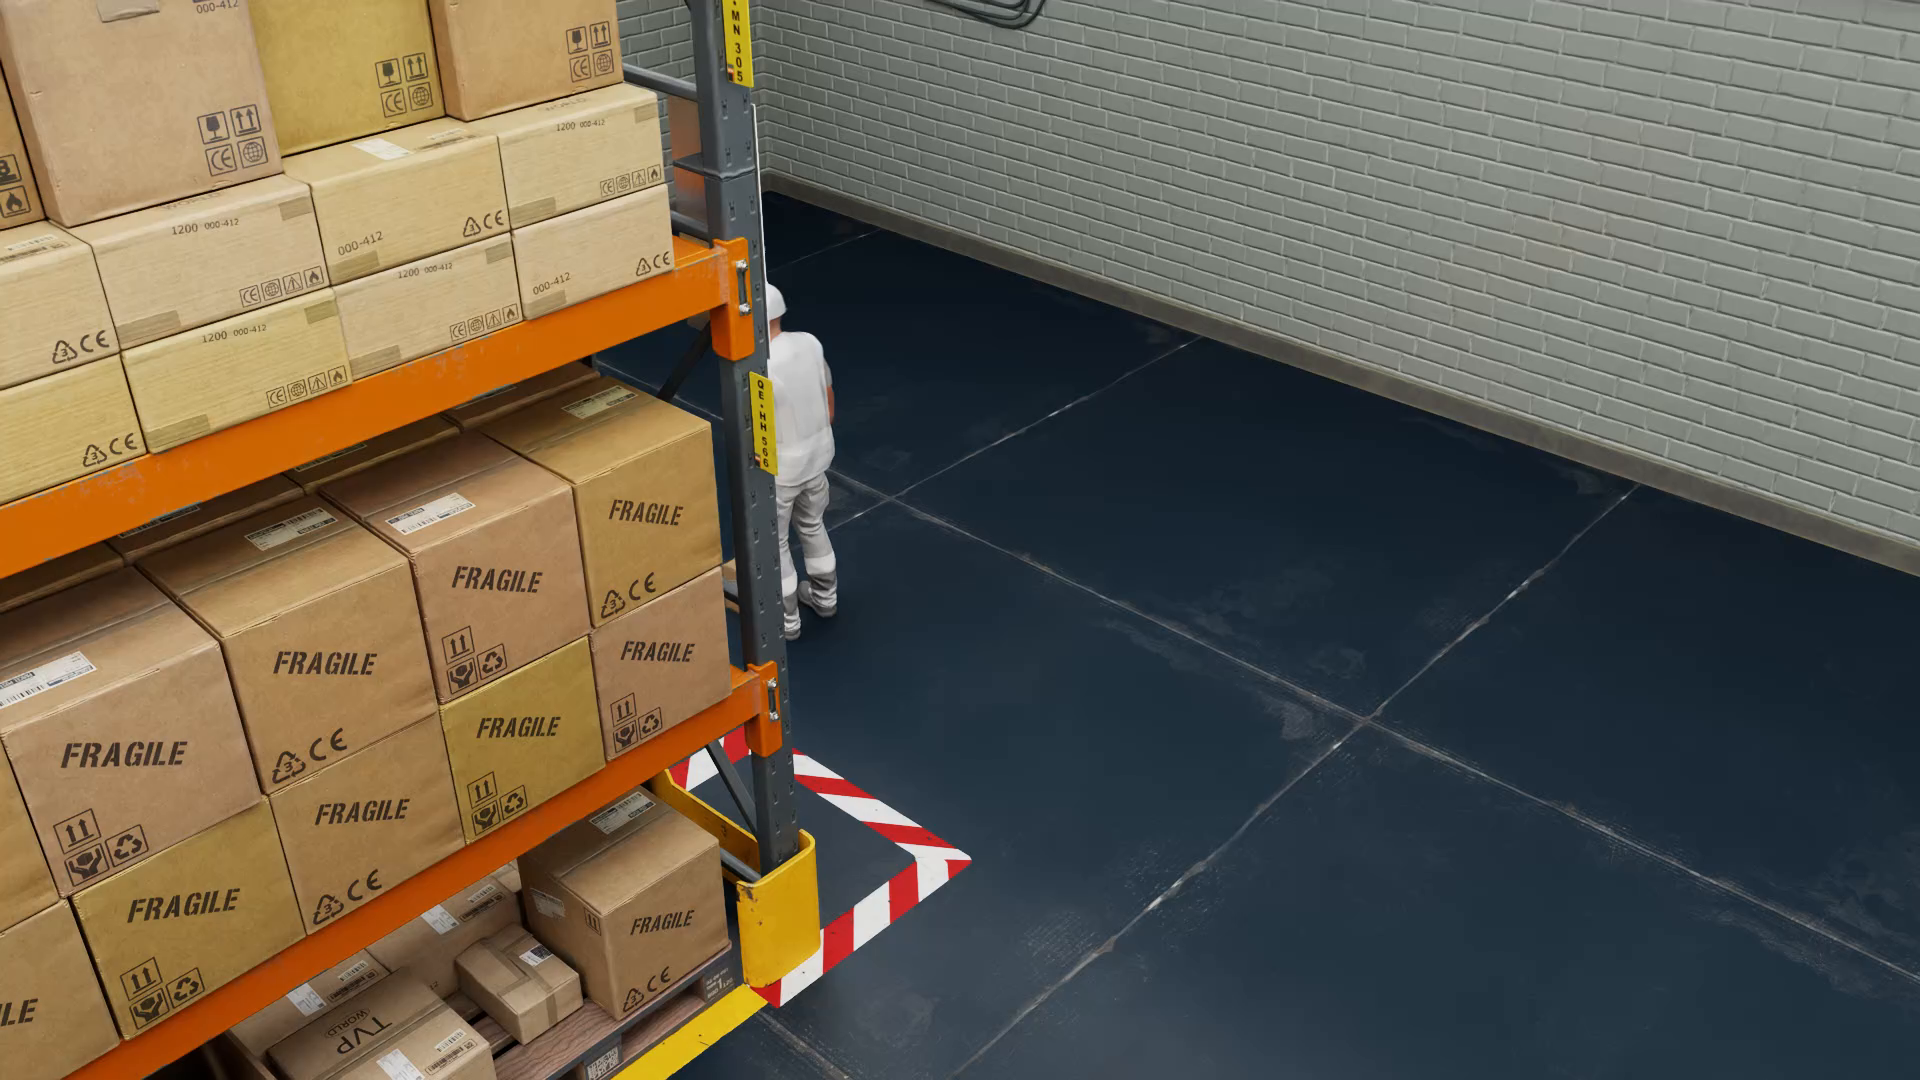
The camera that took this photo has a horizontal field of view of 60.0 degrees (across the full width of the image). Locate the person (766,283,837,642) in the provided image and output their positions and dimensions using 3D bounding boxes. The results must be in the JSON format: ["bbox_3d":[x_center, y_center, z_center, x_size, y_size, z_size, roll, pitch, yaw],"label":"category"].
[{"bbox_3d":[-0.819,-0.357,7.713,0.452,1.777,0.601,23,38,33],"label":"person"}]
